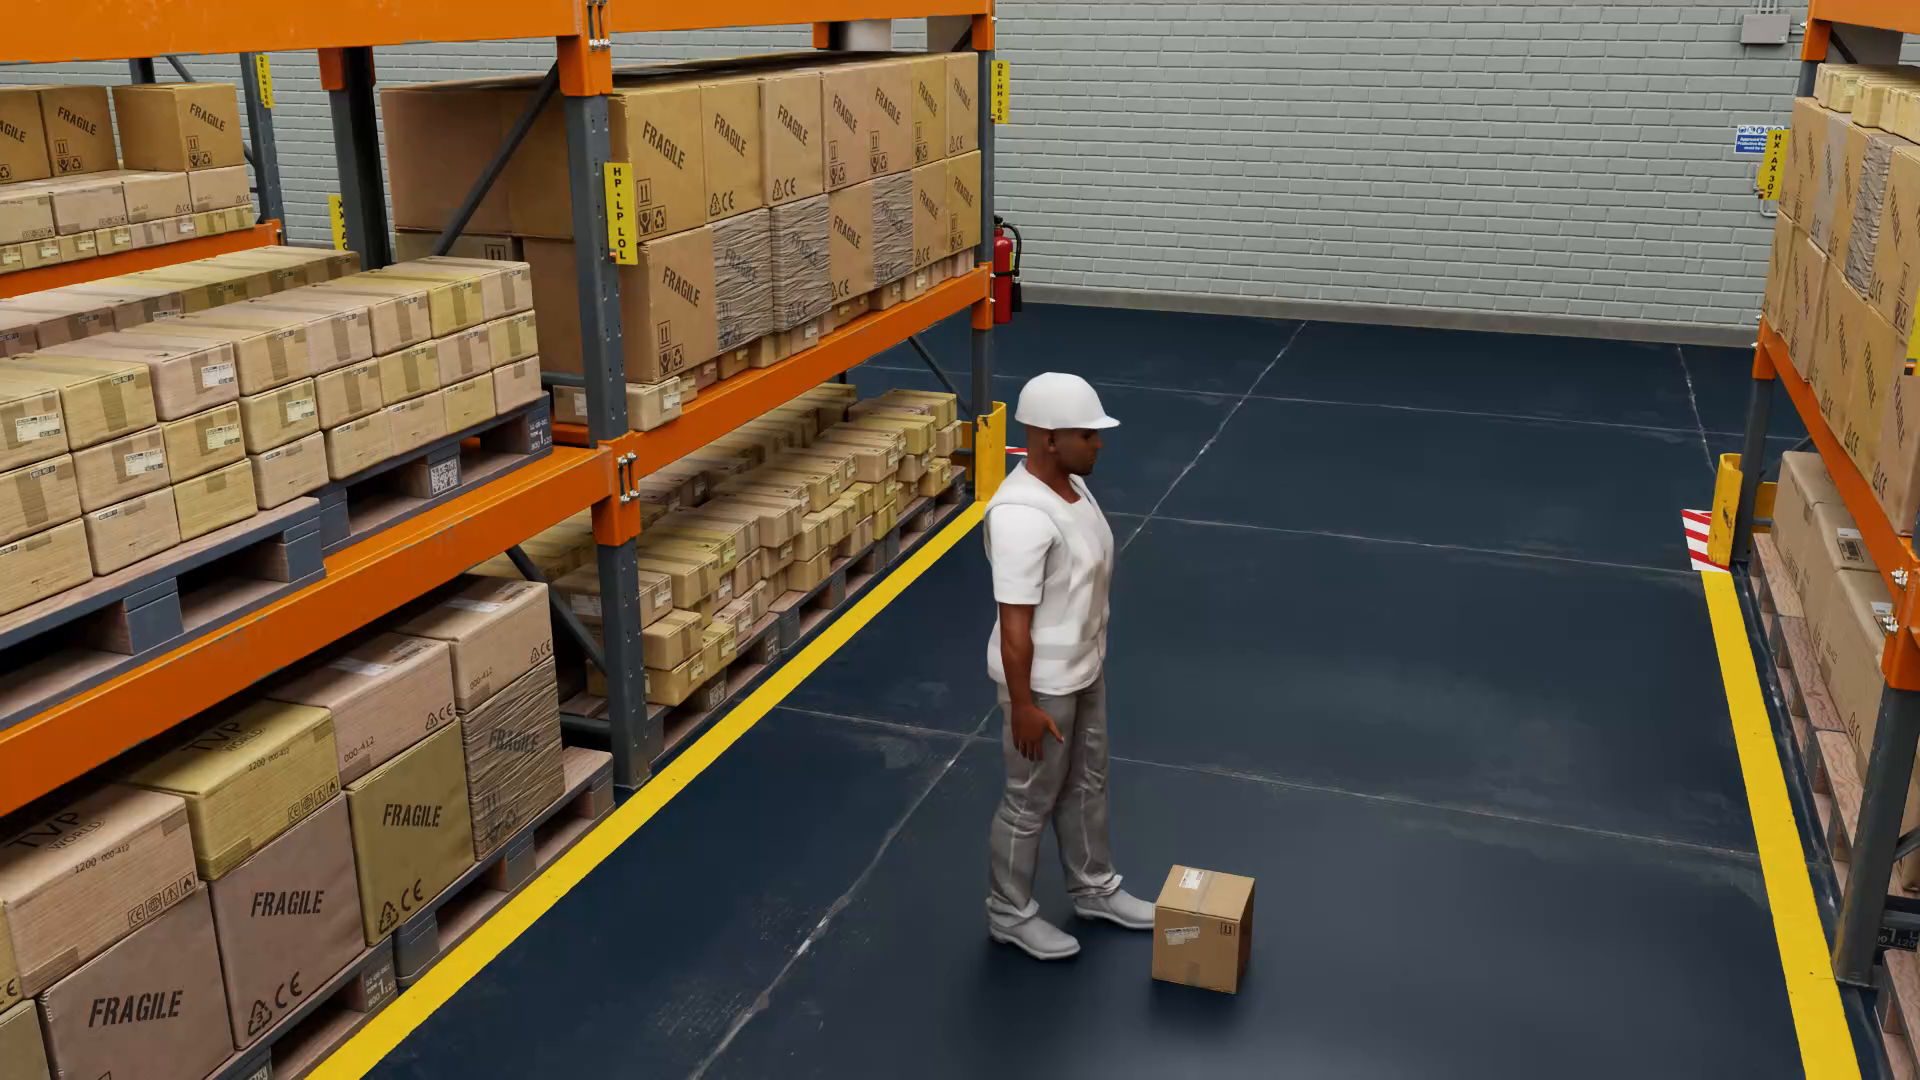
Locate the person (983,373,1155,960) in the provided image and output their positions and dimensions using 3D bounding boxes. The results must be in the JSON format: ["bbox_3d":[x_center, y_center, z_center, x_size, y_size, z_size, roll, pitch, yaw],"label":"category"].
[{"bbox_3d":[0.343,0.389,4.842,0.537,1.770,0.602,6,20,18],"label":"person"}]
